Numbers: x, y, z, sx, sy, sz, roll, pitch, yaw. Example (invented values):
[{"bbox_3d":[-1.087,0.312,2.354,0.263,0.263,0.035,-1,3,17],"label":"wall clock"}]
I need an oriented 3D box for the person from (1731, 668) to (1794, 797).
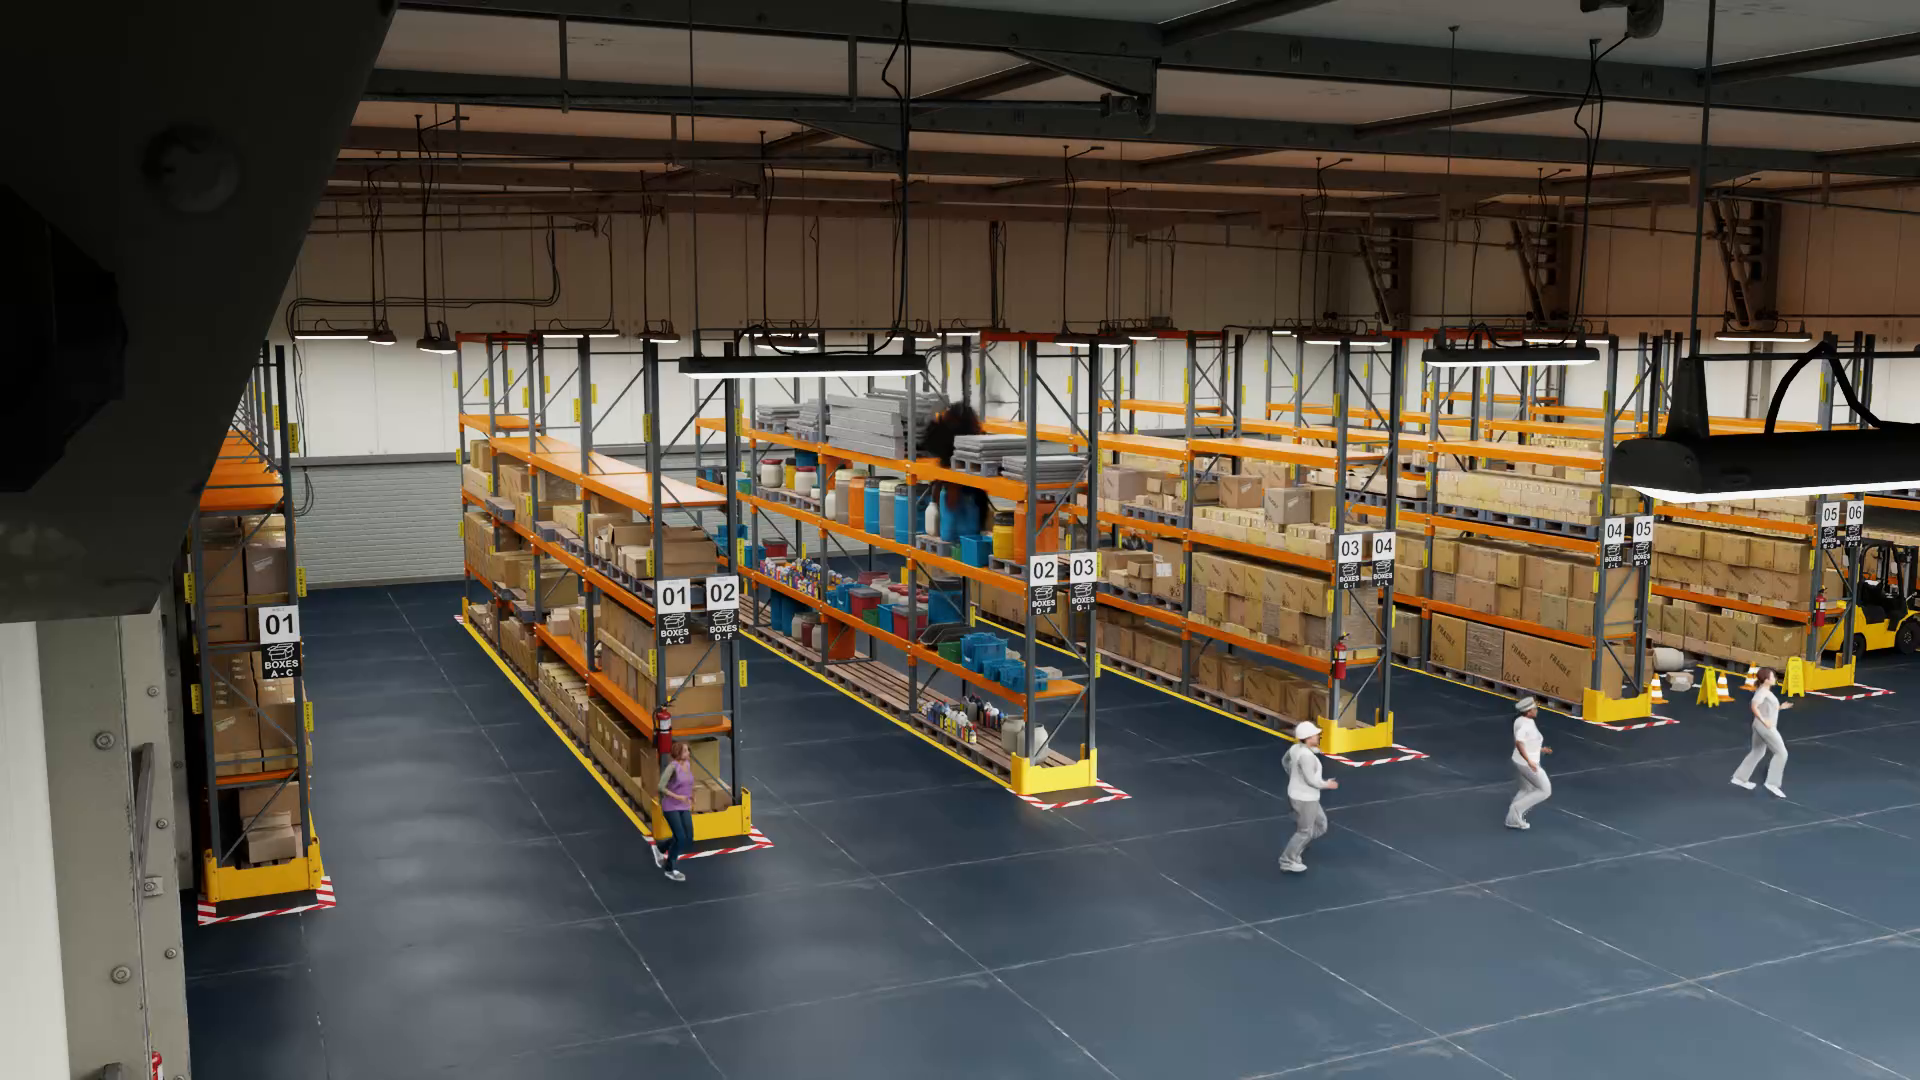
[{"bbox_3d":[10.644,2.544,22.025,0.712,1.723,0.546,2,8,11],"label":"person"}]

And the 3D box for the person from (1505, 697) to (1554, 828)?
[{"bbox_3d":[7.057,2.749,20.521,0.556,1.654,0.574,0,8,1],"label":"person"}]

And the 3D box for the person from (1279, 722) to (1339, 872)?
[{"bbox_3d":[3.967,2.921,18.933,0.648,1.756,0.679,0,8,3],"label":"person"}]

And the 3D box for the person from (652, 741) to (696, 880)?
[{"bbox_3d":[-3.219,3.048,18.876,0.588,1.549,0.568,4,9,28],"label":"person"}]

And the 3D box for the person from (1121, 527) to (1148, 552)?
[{"bbox_3d":[3.806,0.576,36.403,0.638,1.761,0.871,-2,8,-18],"label":"person"}]
